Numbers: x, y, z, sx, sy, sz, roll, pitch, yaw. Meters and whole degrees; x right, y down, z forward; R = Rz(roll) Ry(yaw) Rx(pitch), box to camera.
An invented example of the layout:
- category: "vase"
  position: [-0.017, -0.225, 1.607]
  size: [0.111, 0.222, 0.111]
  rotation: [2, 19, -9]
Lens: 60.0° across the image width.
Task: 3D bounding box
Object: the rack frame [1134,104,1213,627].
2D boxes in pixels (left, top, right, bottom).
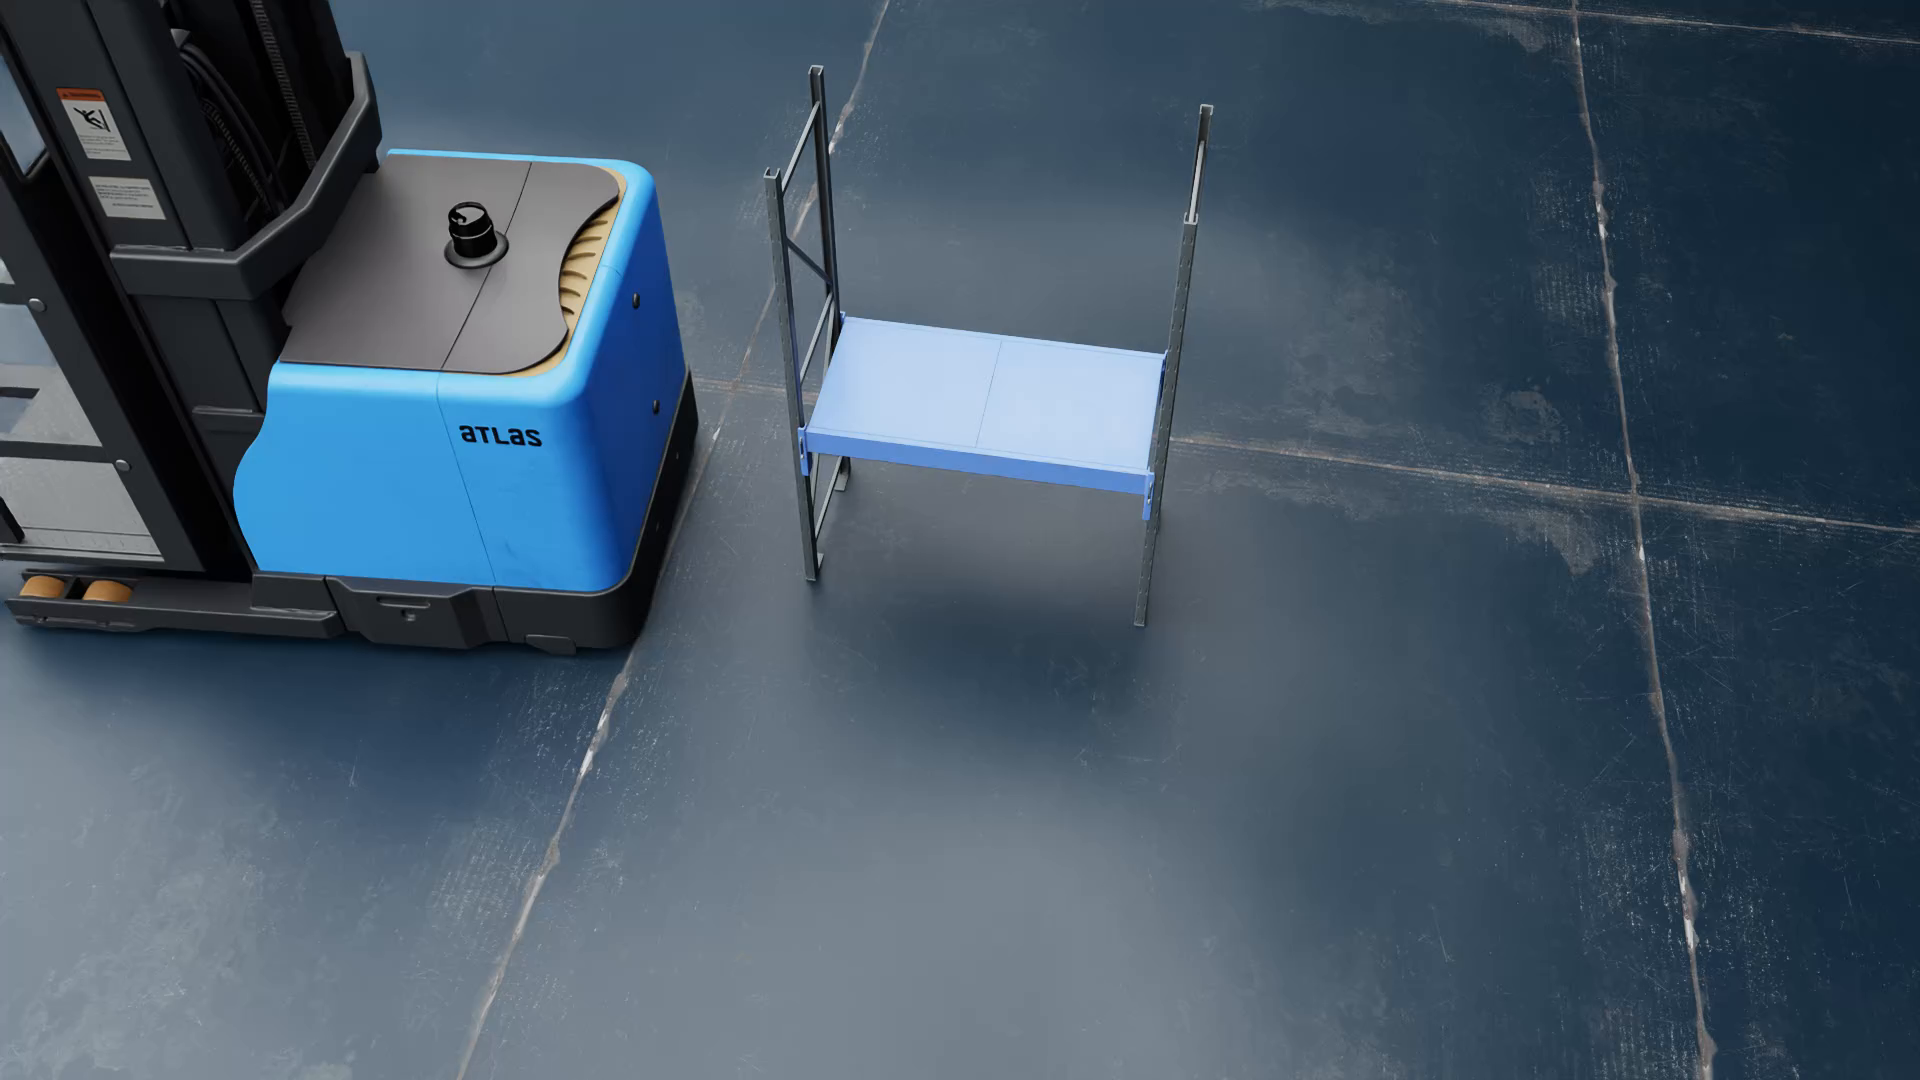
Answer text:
- category: "rack frame"
  position: [0.584, -0.423, 4.622]
  size: [0.032, 1.500, 0.500]
  rotation: [8, 49, 7]

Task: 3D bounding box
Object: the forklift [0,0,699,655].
- category: "forklift"
  position: [-2.409, -1.092, 4.261]
  size: [3.031, 2.935, 1.130]
  rotation: [4, 48, 3]

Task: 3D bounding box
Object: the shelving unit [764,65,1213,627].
- category: "shelving unit"
  position: [0.084, -0.490, 4.682]
  size: [1.048, 1.500, 0.538]
  rotation: [8, 49, 7]

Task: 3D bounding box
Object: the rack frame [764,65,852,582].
- category: "rack frame"
  position: [-0.416, -0.557, 4.742]
  size: [0.032, 1.500, 0.500]
  rotation: [8, 49, 7]

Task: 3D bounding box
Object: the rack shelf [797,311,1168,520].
- category: "rack shelf"
  position: [0.084, -0.370, 4.816]
  size: [1.000, 0.185, 0.538]
  rotation: [8, 49, 7]
